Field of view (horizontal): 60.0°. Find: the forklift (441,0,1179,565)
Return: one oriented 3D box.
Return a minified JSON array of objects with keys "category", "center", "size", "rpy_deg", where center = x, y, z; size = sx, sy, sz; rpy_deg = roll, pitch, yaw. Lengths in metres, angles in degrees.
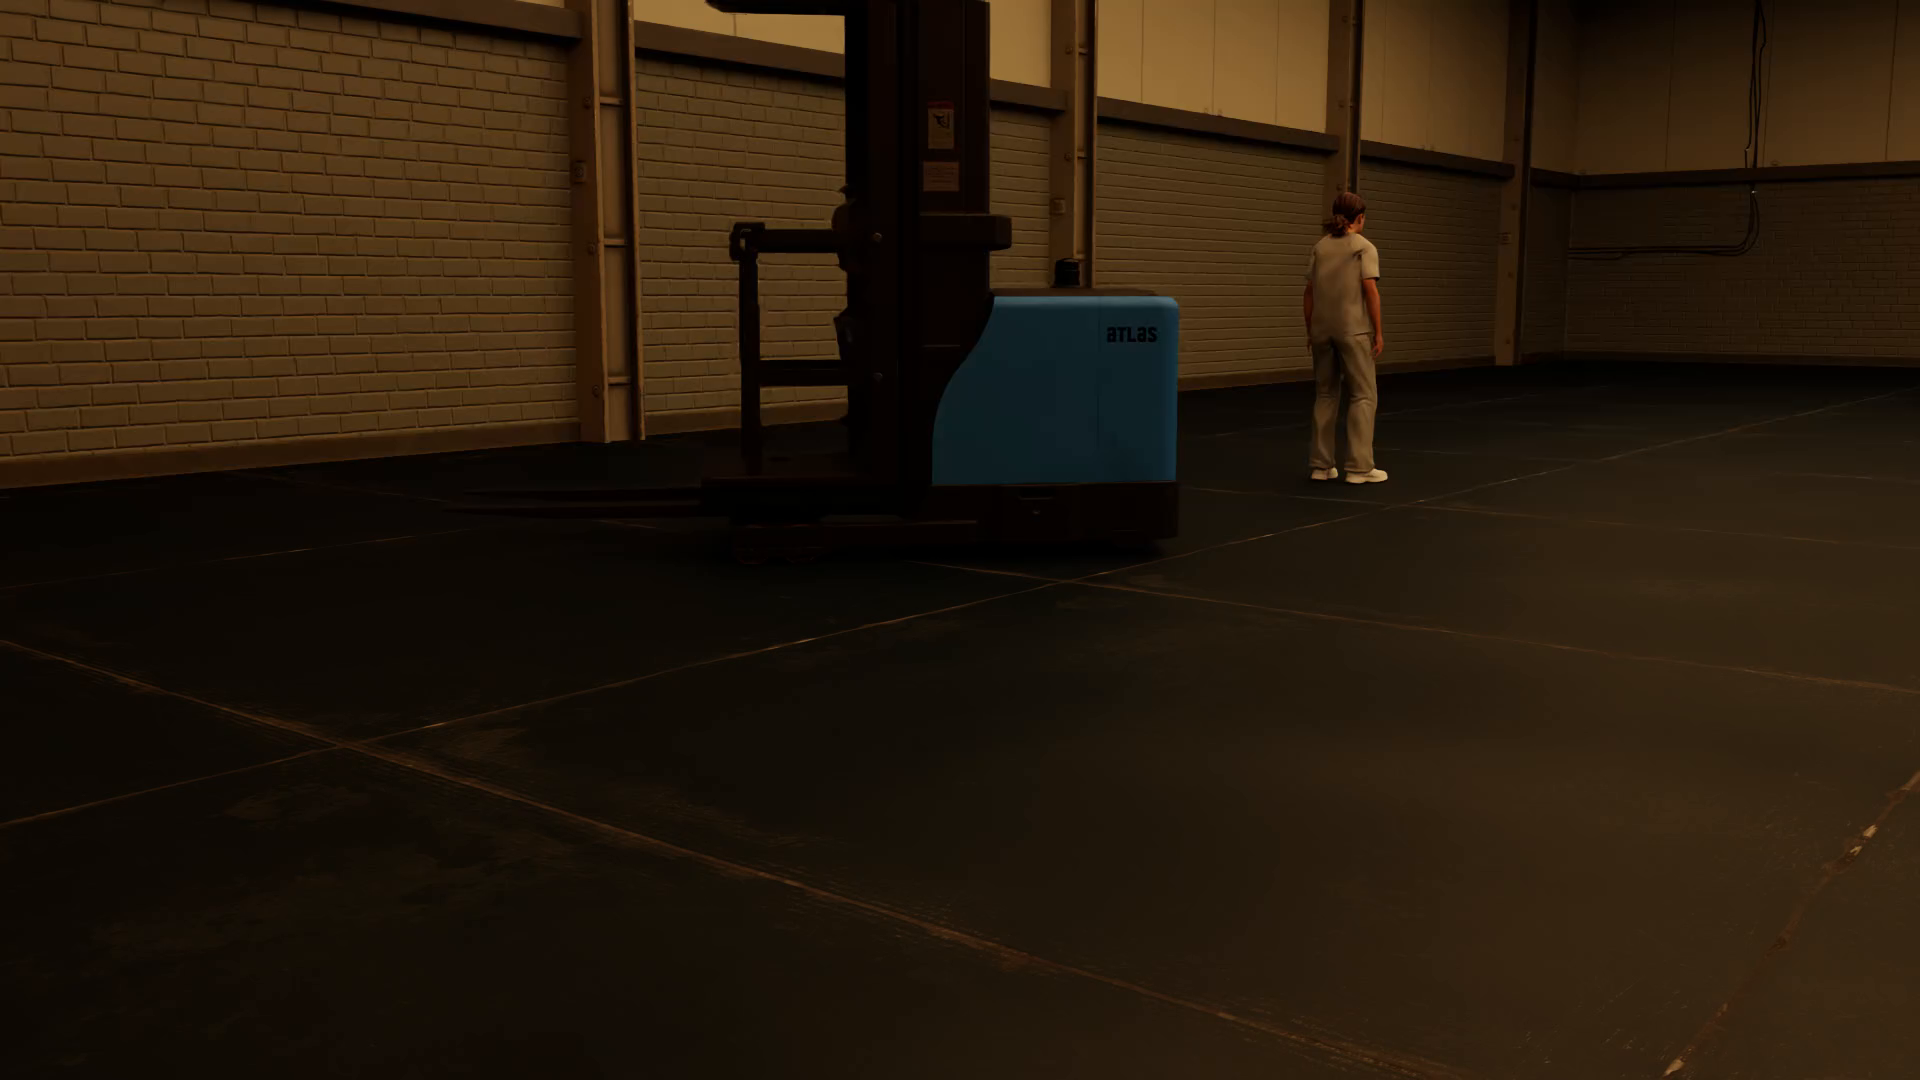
[{"category":"forklift","center":[-0.639,-1.429,7.051],"size":[3.031,2.935,1.130],"rpy_deg":[-1,8,-8]}]

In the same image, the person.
[{"category":"person","center":[2.229,-1.175,9.667],"size":[0.486,1.672,0.364],"rpy_deg":[8,11,42]}]
